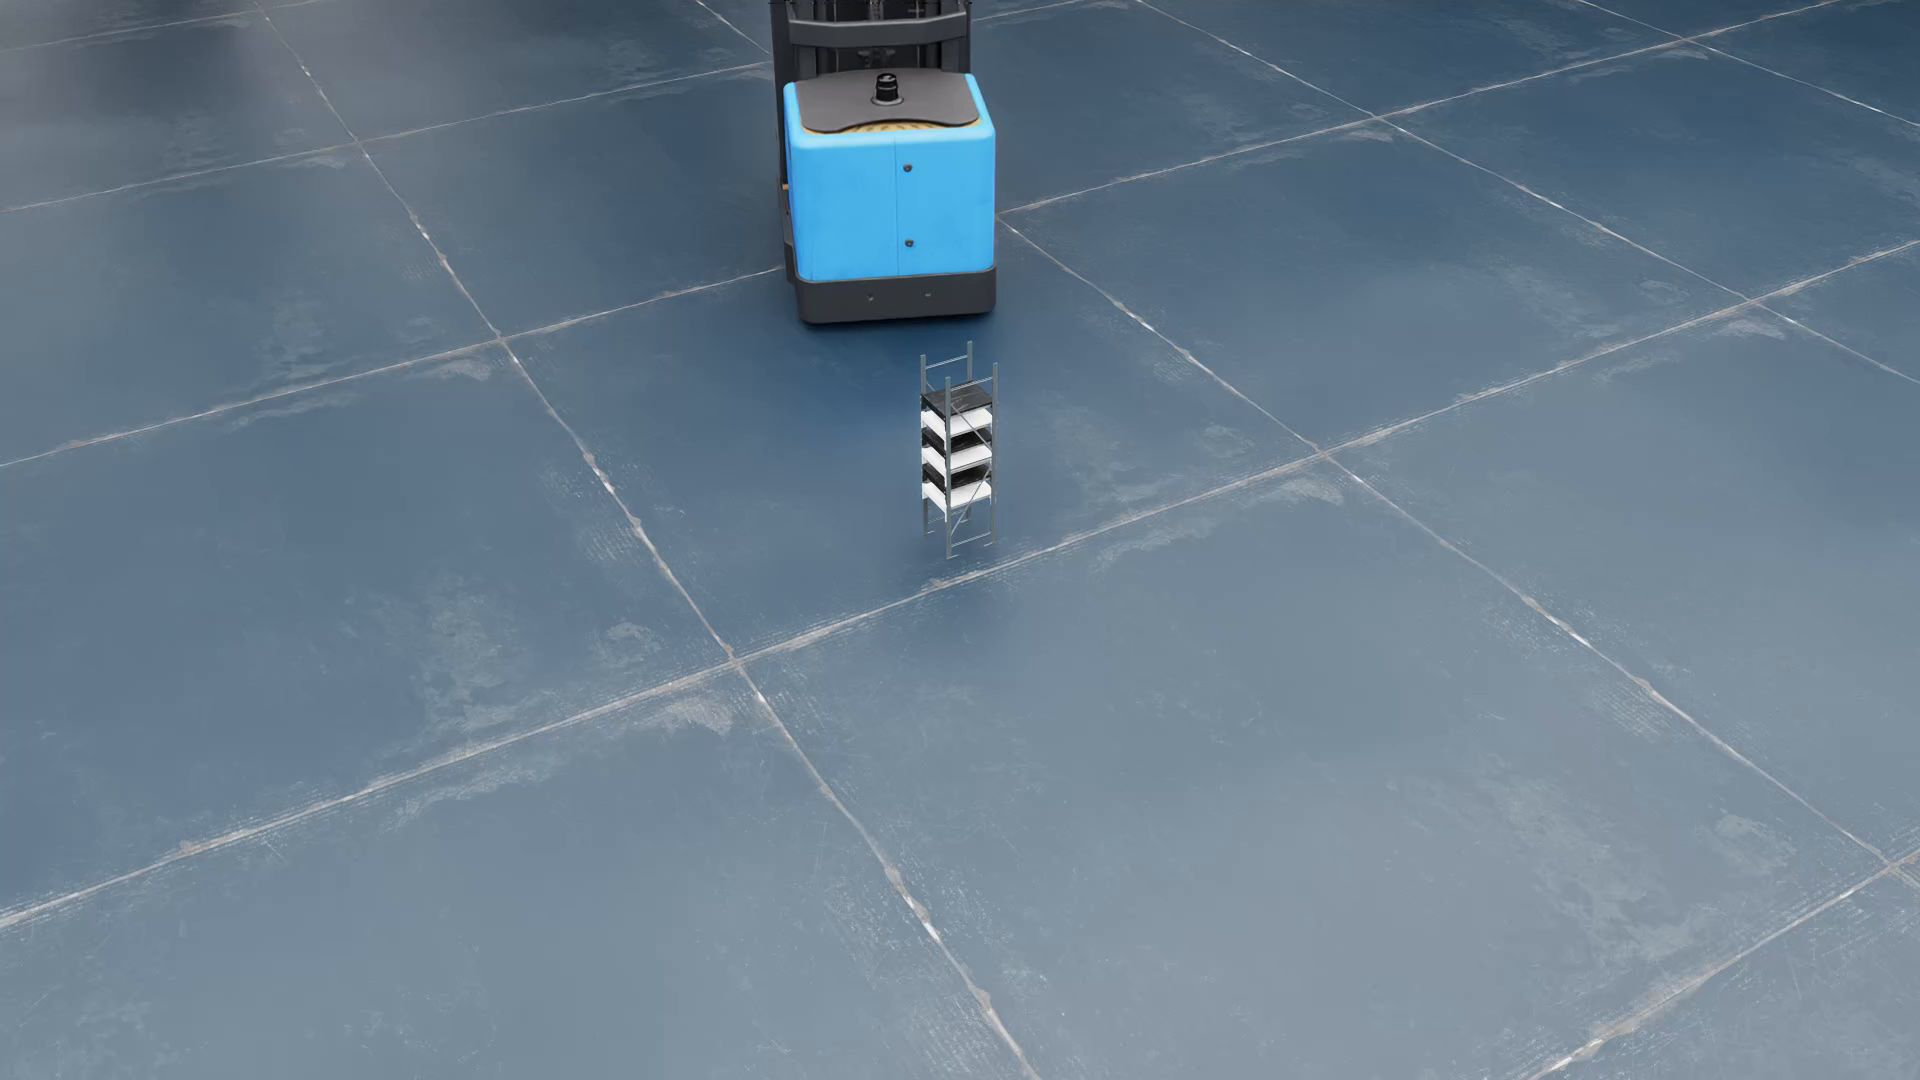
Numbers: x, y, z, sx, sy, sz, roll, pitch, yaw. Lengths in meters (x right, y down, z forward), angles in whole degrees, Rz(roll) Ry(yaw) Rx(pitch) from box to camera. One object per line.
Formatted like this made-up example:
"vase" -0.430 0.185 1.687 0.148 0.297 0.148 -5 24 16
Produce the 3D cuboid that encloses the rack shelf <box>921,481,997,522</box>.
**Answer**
"rack shelf" -0.004 -0.195 7.116 0.258 0.077 0.200 -19 40 -24

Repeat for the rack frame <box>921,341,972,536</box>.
"rack frame" -0.055 -0.419 7.061 0.240 0.900 0.006 -19 40 -24

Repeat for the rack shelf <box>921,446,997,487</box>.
"rack shelf" -0.004 -0.341 7.010 0.258 0.077 0.200 -19 40 -24

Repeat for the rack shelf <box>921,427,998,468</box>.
"rack shelf" -0.004 -0.413 6.957 0.258 0.077 0.200 -19 40 -24

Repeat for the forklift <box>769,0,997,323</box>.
"forklift" -0.518 -3.174 9.110 1.130 2.935 3.031 -5 36 -6

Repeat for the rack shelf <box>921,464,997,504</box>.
"rack shelf" -0.004 -0.268 7.063 0.258 0.077 0.200 -19 40 -24

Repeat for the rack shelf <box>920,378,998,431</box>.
"rack shelf" -0.004 -0.559 6.851 0.258 0.077 0.200 -19 40 -24

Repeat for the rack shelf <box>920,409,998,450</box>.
"rack shelf" -0.004 -0.486 6.904 0.258 0.077 0.200 -19 40 -24

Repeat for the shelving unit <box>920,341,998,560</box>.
"shelving unit" -0.004 -0.368 6.990 0.258 0.900 0.210 -19 40 -24

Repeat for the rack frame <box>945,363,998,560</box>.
"rack frame" 0.047 -0.316 6.919 0.240 0.900 0.006 -19 40 -24
